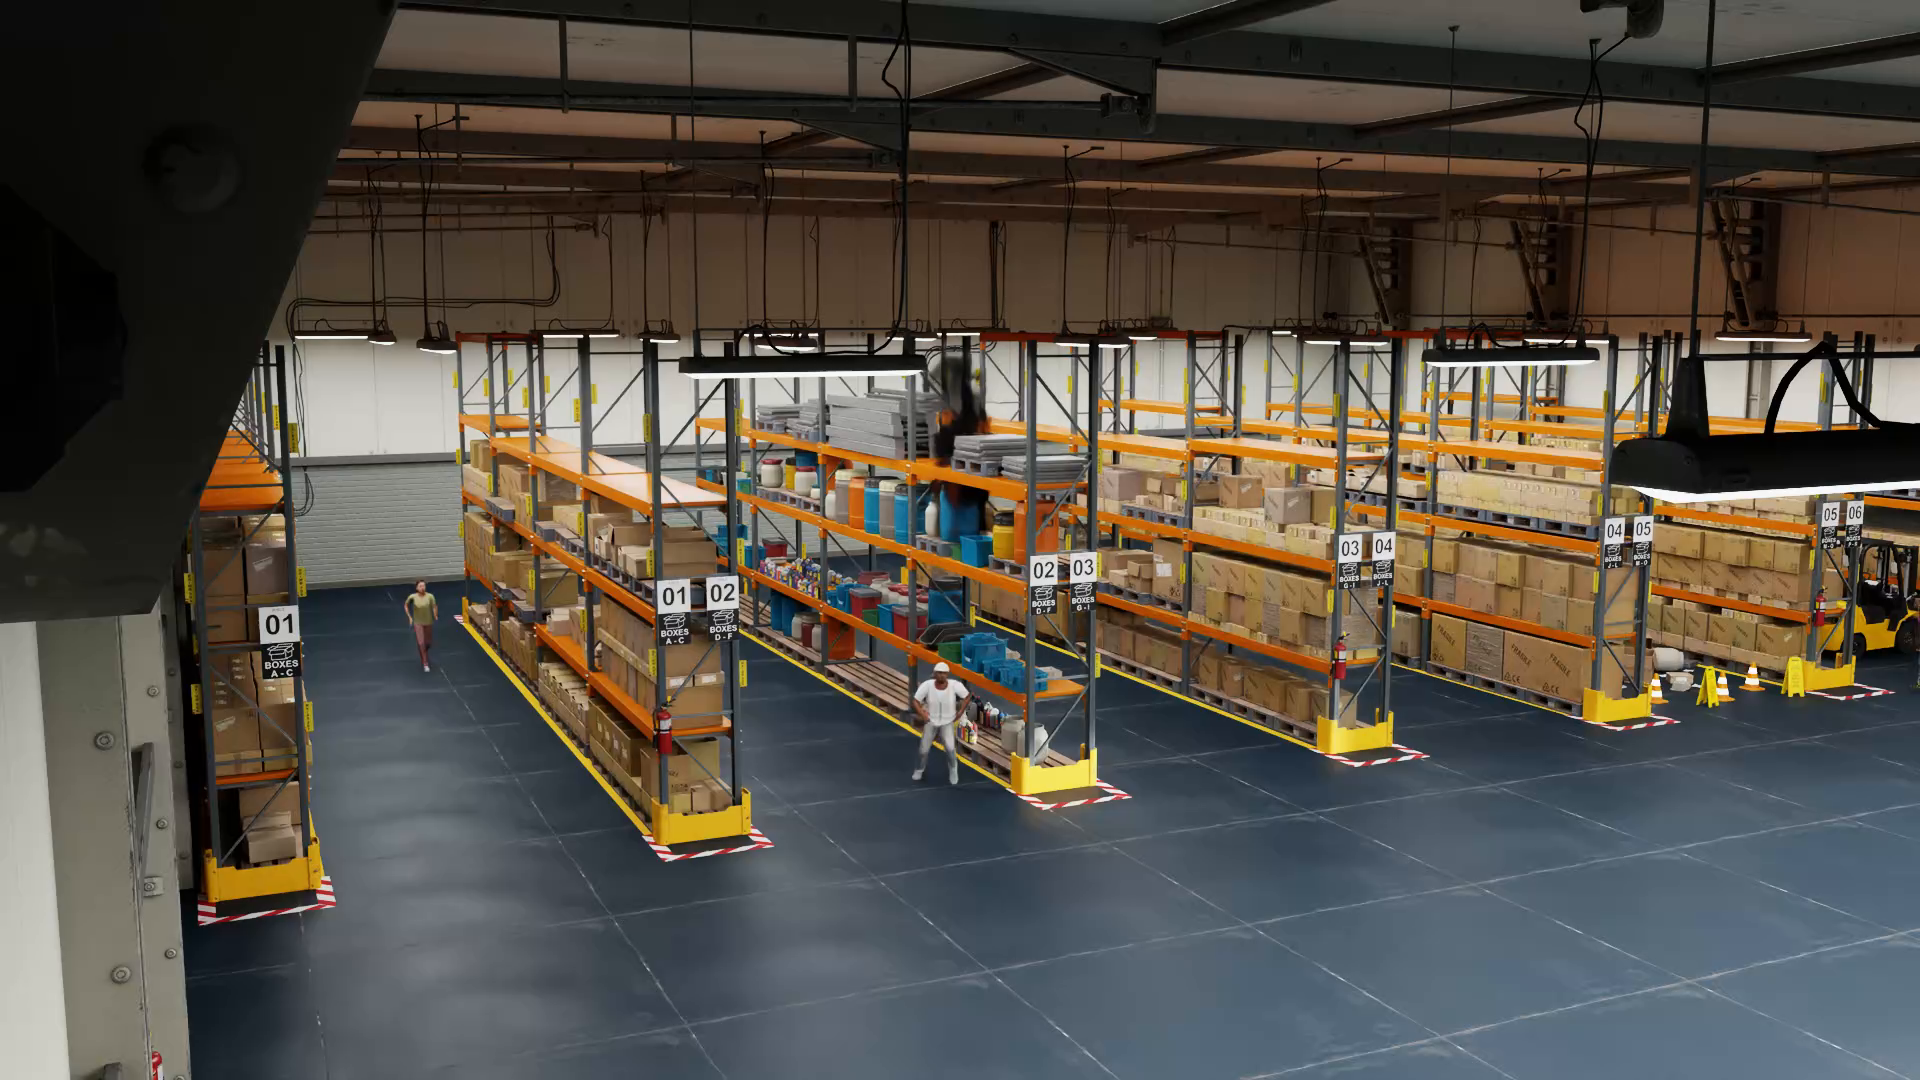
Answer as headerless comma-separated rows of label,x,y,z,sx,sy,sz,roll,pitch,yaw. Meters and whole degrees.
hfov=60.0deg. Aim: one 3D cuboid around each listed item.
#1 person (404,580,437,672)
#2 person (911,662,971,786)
person,-9.691,1.504,29.919,0.564,1.644,0.813,-4,9,-28
person,-0.253,2.469,22.519,0.814,1.690,0.676,0,8,-3
